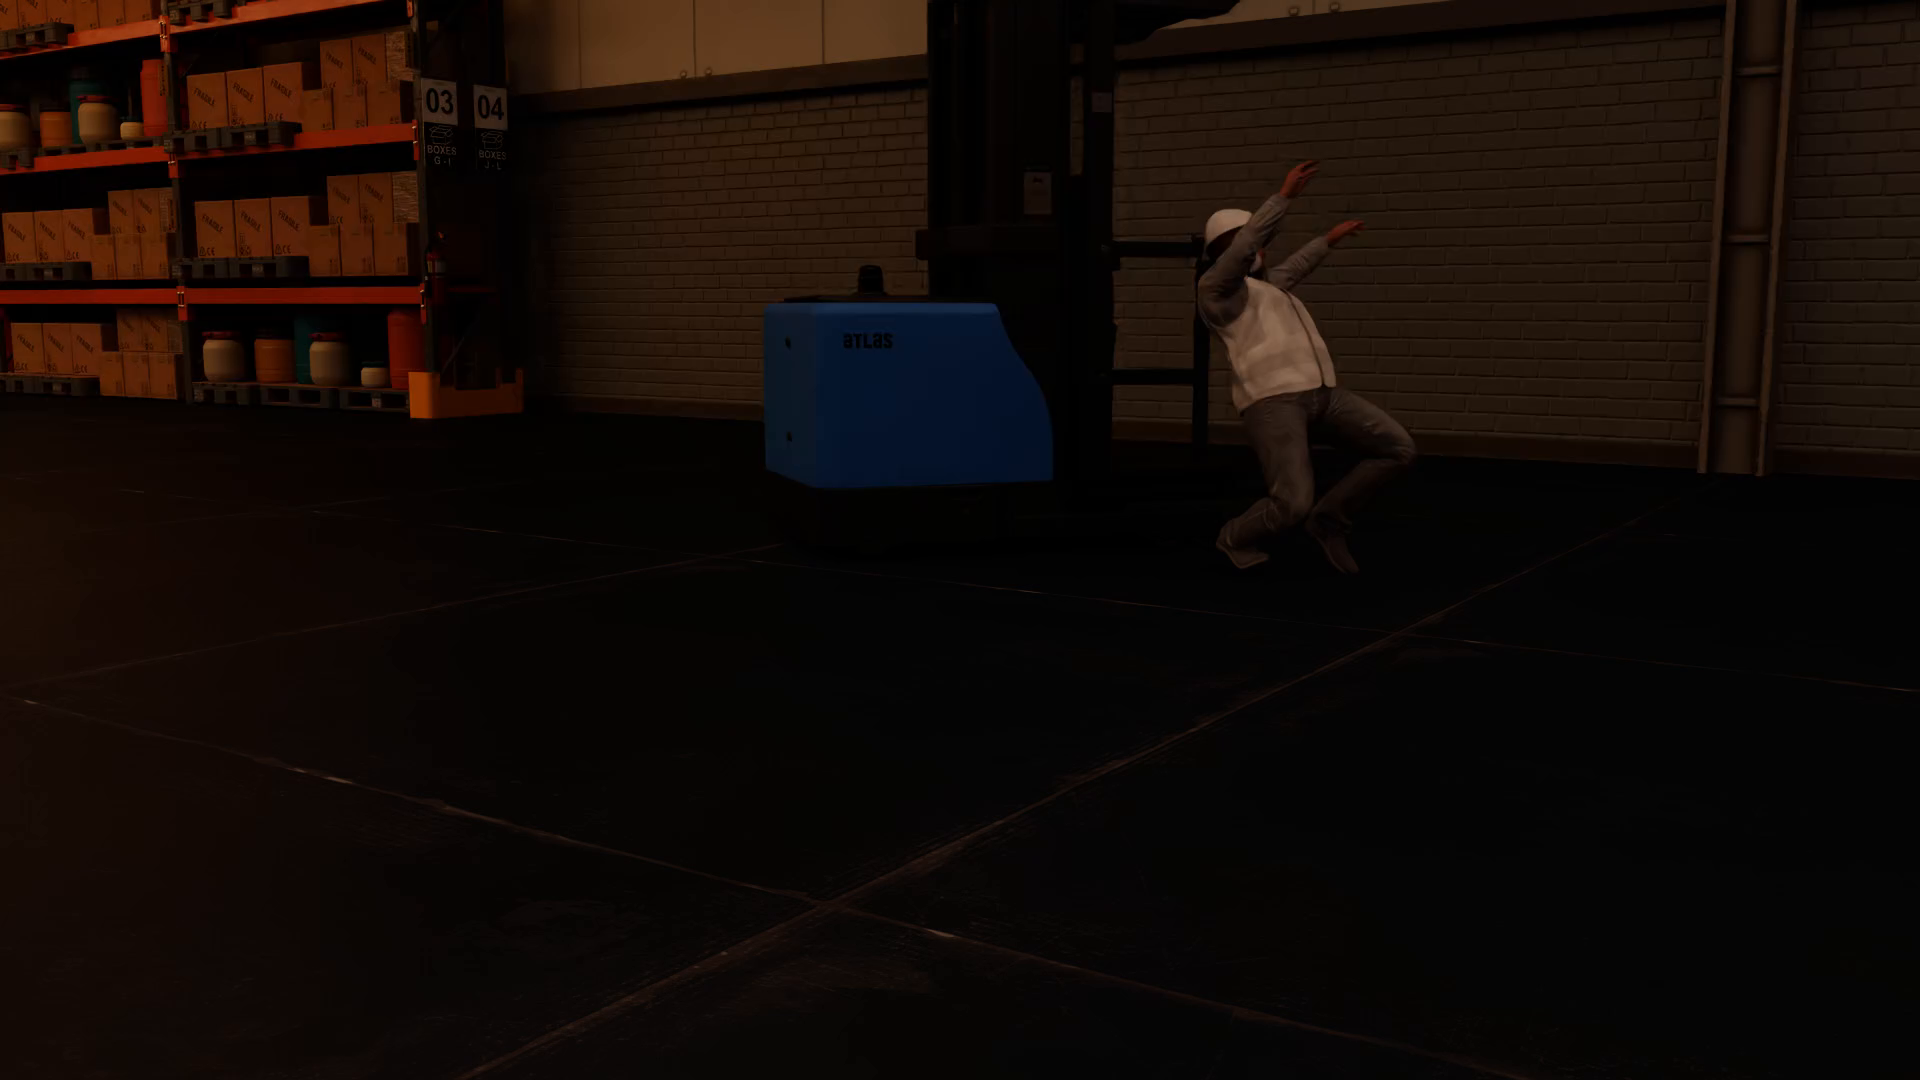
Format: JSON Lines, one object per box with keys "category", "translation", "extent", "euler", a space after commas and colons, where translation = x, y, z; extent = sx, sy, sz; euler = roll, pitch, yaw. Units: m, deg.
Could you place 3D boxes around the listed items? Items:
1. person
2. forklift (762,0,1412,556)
{"category": "person", "translation": [1.415, -0.662, 6.631], "extent": [0.849, 1.621, 1.058], "euler": [8, 11, 44]}
{"category": "forklift", "translation": [0.654, -1.489, 7.663], "extent": [3.031, 2.935, 1.130], "euler": [-3, 9, -20]}
